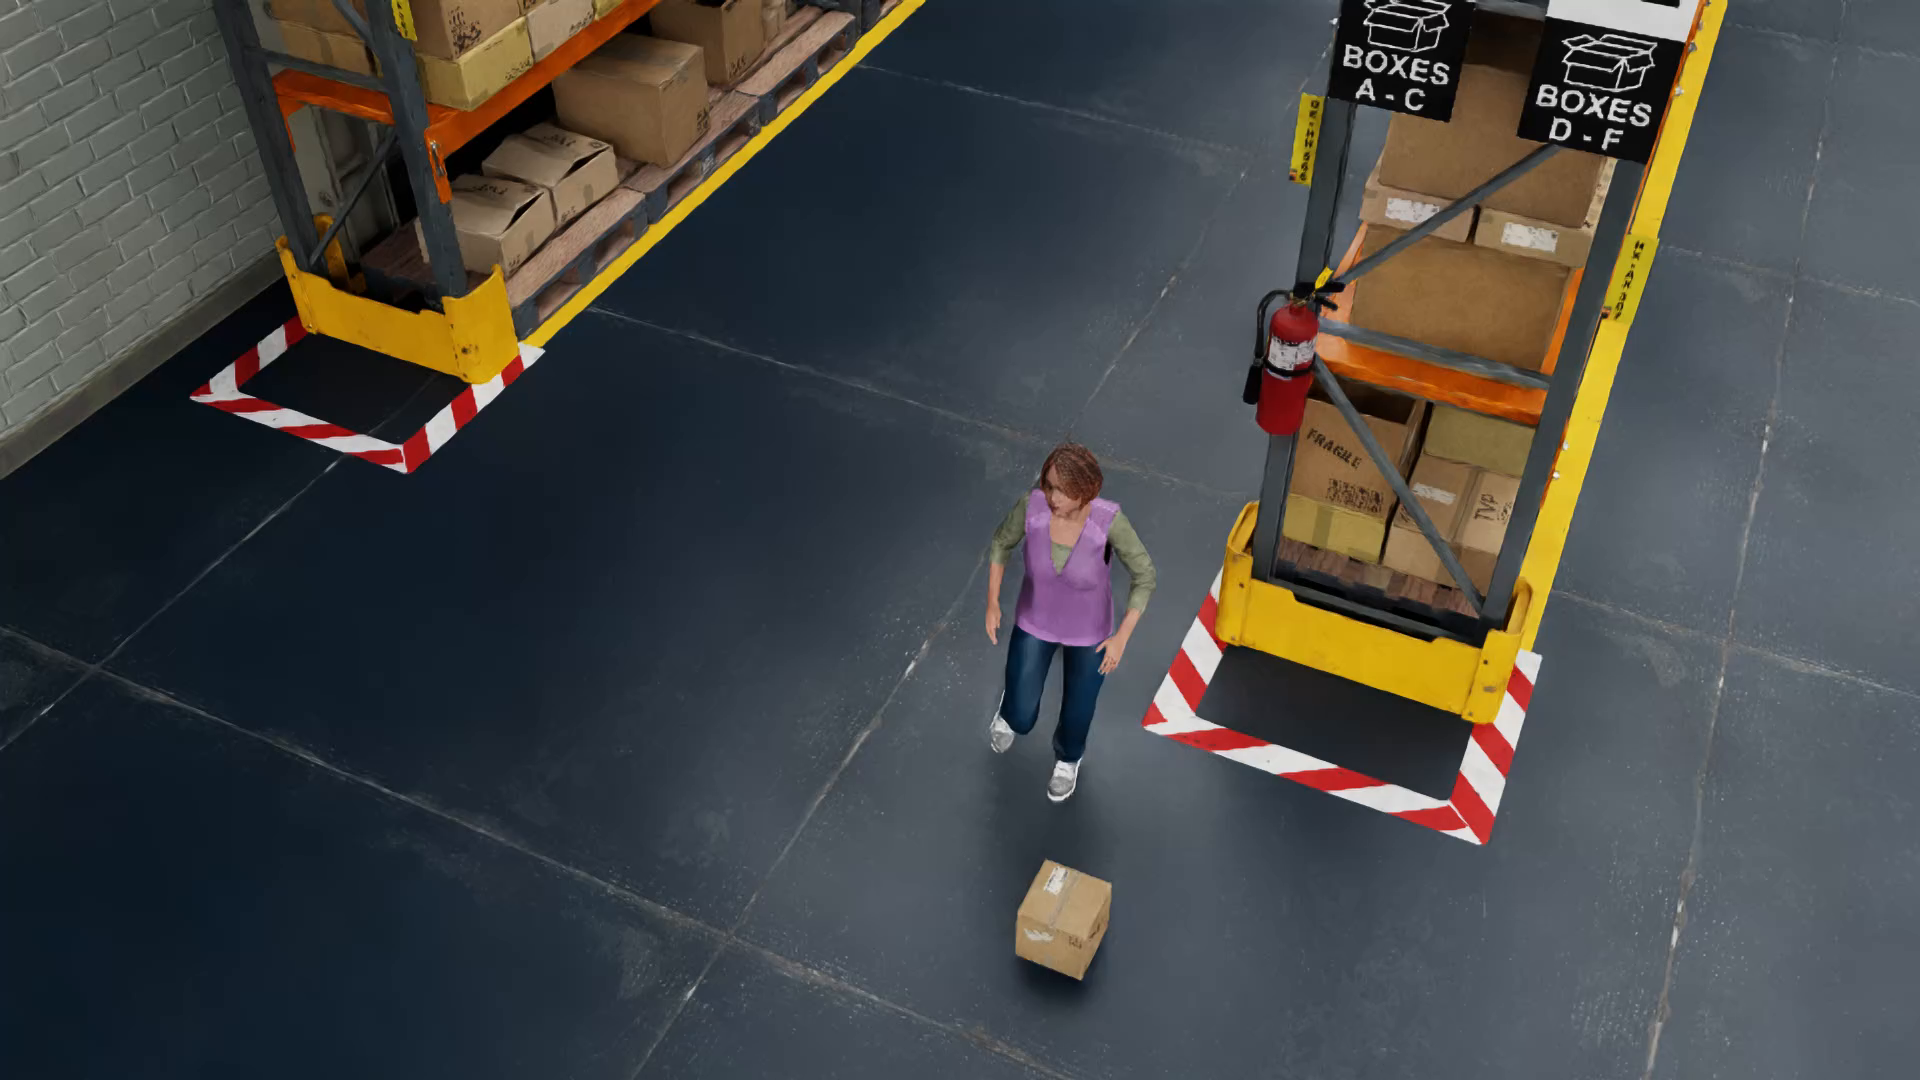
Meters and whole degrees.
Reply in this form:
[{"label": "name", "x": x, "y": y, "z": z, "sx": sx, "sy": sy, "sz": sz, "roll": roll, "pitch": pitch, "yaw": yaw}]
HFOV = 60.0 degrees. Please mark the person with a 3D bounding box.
[{"label": "person", "x": 0.374, "y": 0.336, "z": 5.844, "sx": 0.585, "sy": 1.542, "sz": 0.439, "roll": 6, "pitch": 43, "yaw": 6}]
